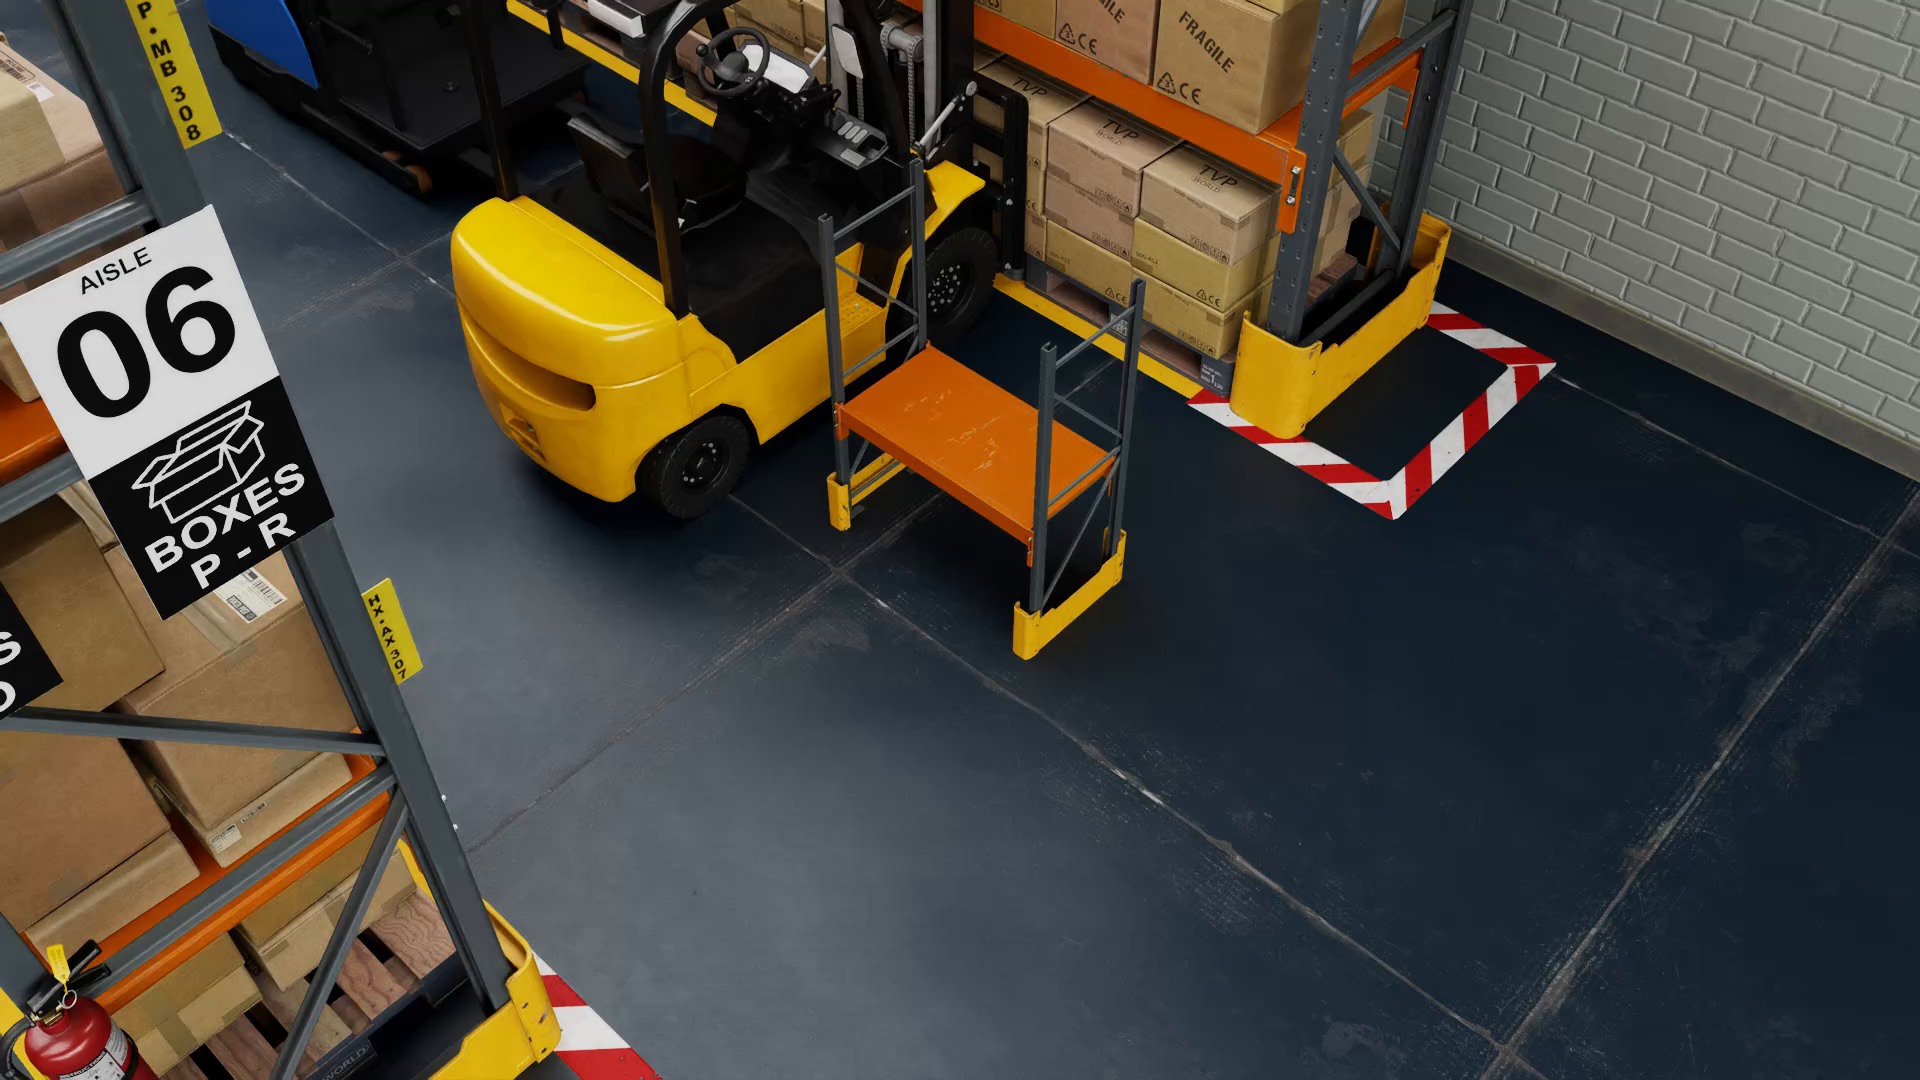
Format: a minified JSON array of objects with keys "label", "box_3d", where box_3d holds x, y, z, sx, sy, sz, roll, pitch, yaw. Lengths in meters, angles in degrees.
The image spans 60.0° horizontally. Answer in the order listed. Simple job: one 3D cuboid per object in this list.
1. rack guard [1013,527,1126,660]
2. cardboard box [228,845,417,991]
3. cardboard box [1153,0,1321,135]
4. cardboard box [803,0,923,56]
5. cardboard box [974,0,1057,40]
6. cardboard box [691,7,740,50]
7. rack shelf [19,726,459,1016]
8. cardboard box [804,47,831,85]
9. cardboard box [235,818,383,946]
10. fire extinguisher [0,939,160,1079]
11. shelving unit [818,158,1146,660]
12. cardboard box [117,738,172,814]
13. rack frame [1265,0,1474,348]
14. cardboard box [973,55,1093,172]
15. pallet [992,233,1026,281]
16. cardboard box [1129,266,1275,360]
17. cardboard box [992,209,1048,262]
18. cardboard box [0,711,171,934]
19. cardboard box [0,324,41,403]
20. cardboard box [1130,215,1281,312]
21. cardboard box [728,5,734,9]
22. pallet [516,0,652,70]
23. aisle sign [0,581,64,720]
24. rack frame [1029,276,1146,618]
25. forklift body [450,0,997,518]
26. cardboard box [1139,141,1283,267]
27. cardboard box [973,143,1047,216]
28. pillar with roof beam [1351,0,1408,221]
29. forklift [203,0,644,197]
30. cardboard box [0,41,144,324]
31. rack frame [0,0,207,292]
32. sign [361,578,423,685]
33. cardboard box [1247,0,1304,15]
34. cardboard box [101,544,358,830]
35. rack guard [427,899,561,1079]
[{"label":"rack guard","box_3d":[0.422,0.198,6.392,0.087,0.250,0.587,34,55,28]},{"label":"cardboard box","box_3d":[-2.110,1.061,5.294,0.500,0.250,0.500,33,55,27]},{"label":"cardboard box","box_3d":[1.120,-1.987,6.489,0.500,0.500,0.500,33,55,27]},{"label":"cardboard box","box_3d":[-0.395,-2.467,7.921,0.500,0.250,0.500,36,56,29]},{"label":"cardboard box","box_3d":[0.368,-2.502,6.973,0.500,0.500,0.500,33,55,27]},{"label":"cardboard box","box_3d":[-1.134,-2.797,8.574,0.500,0.250,0.500,34,55,28]},{"label":"rack shelf","box_3d":[-3.174,0.068,5.122,4.000,0.370,1.077,34,55,28]},{"label":"cardboard box","box_3d":[-0.401,-2.294,8.102,0.500,0.250,0.500,33,55,27]},{"label":"cardboard box","box_3d":[-2.127,0.793,5.031,0.500,0.500,0.500,32,55,27]},{"label":"fire extinguisher","box_3d":[-1.933,1.141,3.674,0.183,0.674,0.296,34,55,28]},{"label":"shelving unit","box_3d":[0.056,-0.476,6.168,1.083,1.500,0.587,34,55,28]},{"label":"cardboard box","box_3d":[-2.009,0.501,4.394,0.250,0.149,0.380,35,56,28]},{"label":"rack frame","box_3d":[1.659,-1.850,6.430,0.127,3.000,1.000,34,55,28]},{"label":"cardboard box","box_3d":[0.353,-1.949,7.435,0.500,0.250,0.500,35,56,28]},{"label":"pallet","box_3d":[0.177,-1.855,8.346,1.213,0.211,1.003,34,55,28]},{"label":"cardboard box","box_3d":[1.100,-1.116,7.338,0.500,0.250,0.500,34,56,28]},{"label":"cardboard box","box_3d":[0.379,-1.619,7.810,0.500,0.250,0.500,35,56,28]},{"label":"cardboard box","box_3d":[-2.290,0.554,3.900,0.500,0.500,0.500,33,55,27]},{"label":"cardboard box","box_3d":[-1.728,-0.468,3.246,0.250,0.149,0.380,34,55,28]},{"label":"cardboard box","box_3d":[1.090,-1.297,7.165,0.500,0.250,0.500,33,55,27]},{"label":"cardboard box","box_3d":[-1.137,-2.965,8.389,0.500,0.250,0.500,33,55,27]},{"label":"pallet","box_3d":[-1.848,-3.217,9.625,1.213,0.211,1.003,34,55,28]},{"label":"aisle sign","box_3d":[-1.856,0.107,2.809,0.004,0.787,0.394,34,55,28]},{"label":"rack frame","box_3d":[0.436,-0.220,5.928,0.032,1.500,0.500,34,55,28]},{"label":"forklift body","box_3d":[-0.971,-1.520,6.702,1.214,2.155,2.313,34,55,28]},{"label":"cardboard box","box_3d":[1.109,-1.455,6.971,0.500,0.250,0.500,36,56,29]},{"label":"cardboard box","box_3d":[0.335,-1.795,7.633,0.500,0.250,0.500,33,55,27]},{"label":"pillar with roof beam","box_3d":[-1.161,-2.424,2.854,0.400,9.000,9.100,34,55,28]},{"label":"forklift","box_3d":[-2.610,-3.166,7.712,3.031,2.935,1.130,32,55,27]},{"label":"cardboard box","box_3d":[-1.893,-0.658,3.151,0.500,0.250,0.500,33,55,27]},{"label":"rack frame","box_3d":[-1.704,-1.243,1.744,0.127,3.000,1.000,34,55,28]},{"label":"sign","box_3d":[-1.337,0.224,3.888,0.005,0.325,0.100,34,55,28]},{"label":"cardboard box","box_3d":[1.215,-2.128,6.177,0.250,0.149,0.380,35,56,28]},{"label":"cardboard box","box_3d":[-1.864,0.292,4.146,0.500,0.500,0.500,33,55,27]},{"label":"rack guard","box_3d":[-1.760,1.629,4.878,0.348,0.500,1.175,34,55,28]}]
